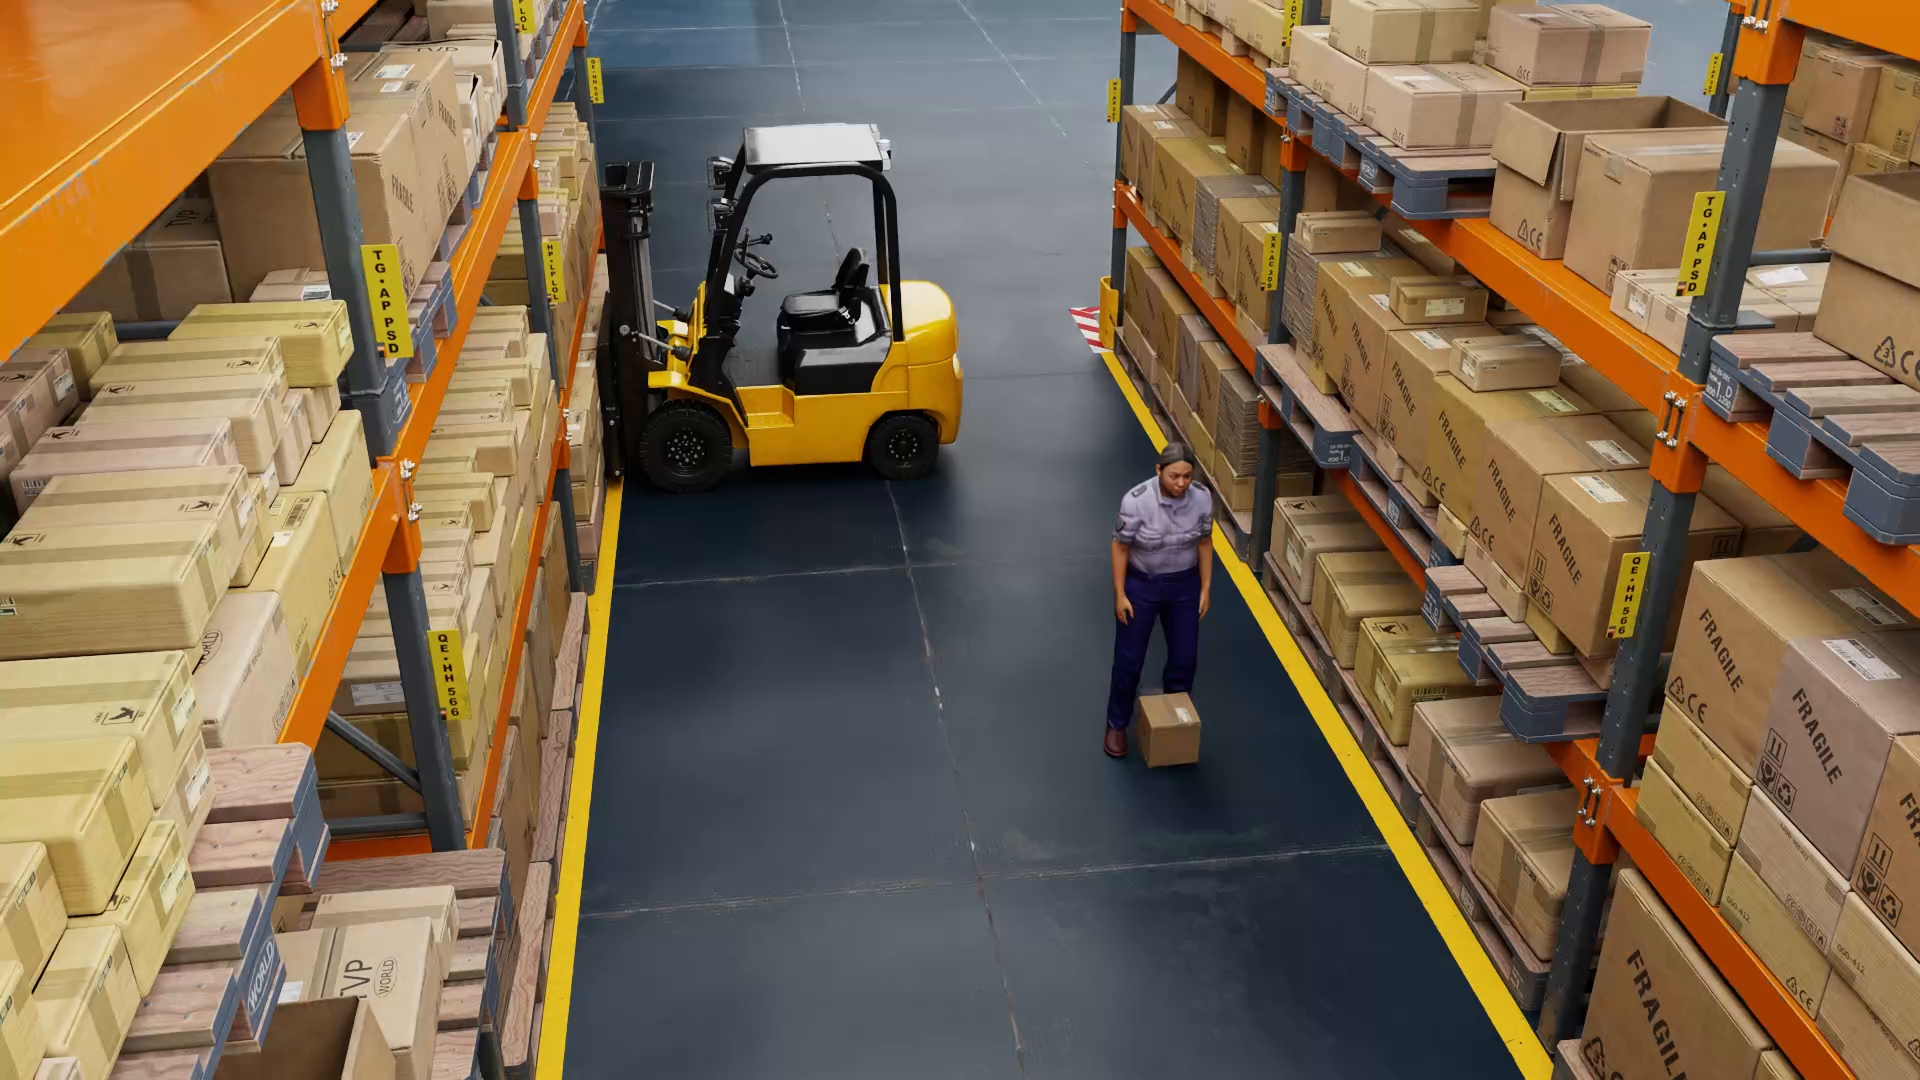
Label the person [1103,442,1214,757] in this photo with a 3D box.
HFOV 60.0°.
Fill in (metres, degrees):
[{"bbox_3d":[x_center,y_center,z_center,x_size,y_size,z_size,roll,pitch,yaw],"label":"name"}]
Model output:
[{"bbox_3d":[0.979,0.282,8.080,0.535,1.653,0.390,-5,28,-9],"label":"person"}]
